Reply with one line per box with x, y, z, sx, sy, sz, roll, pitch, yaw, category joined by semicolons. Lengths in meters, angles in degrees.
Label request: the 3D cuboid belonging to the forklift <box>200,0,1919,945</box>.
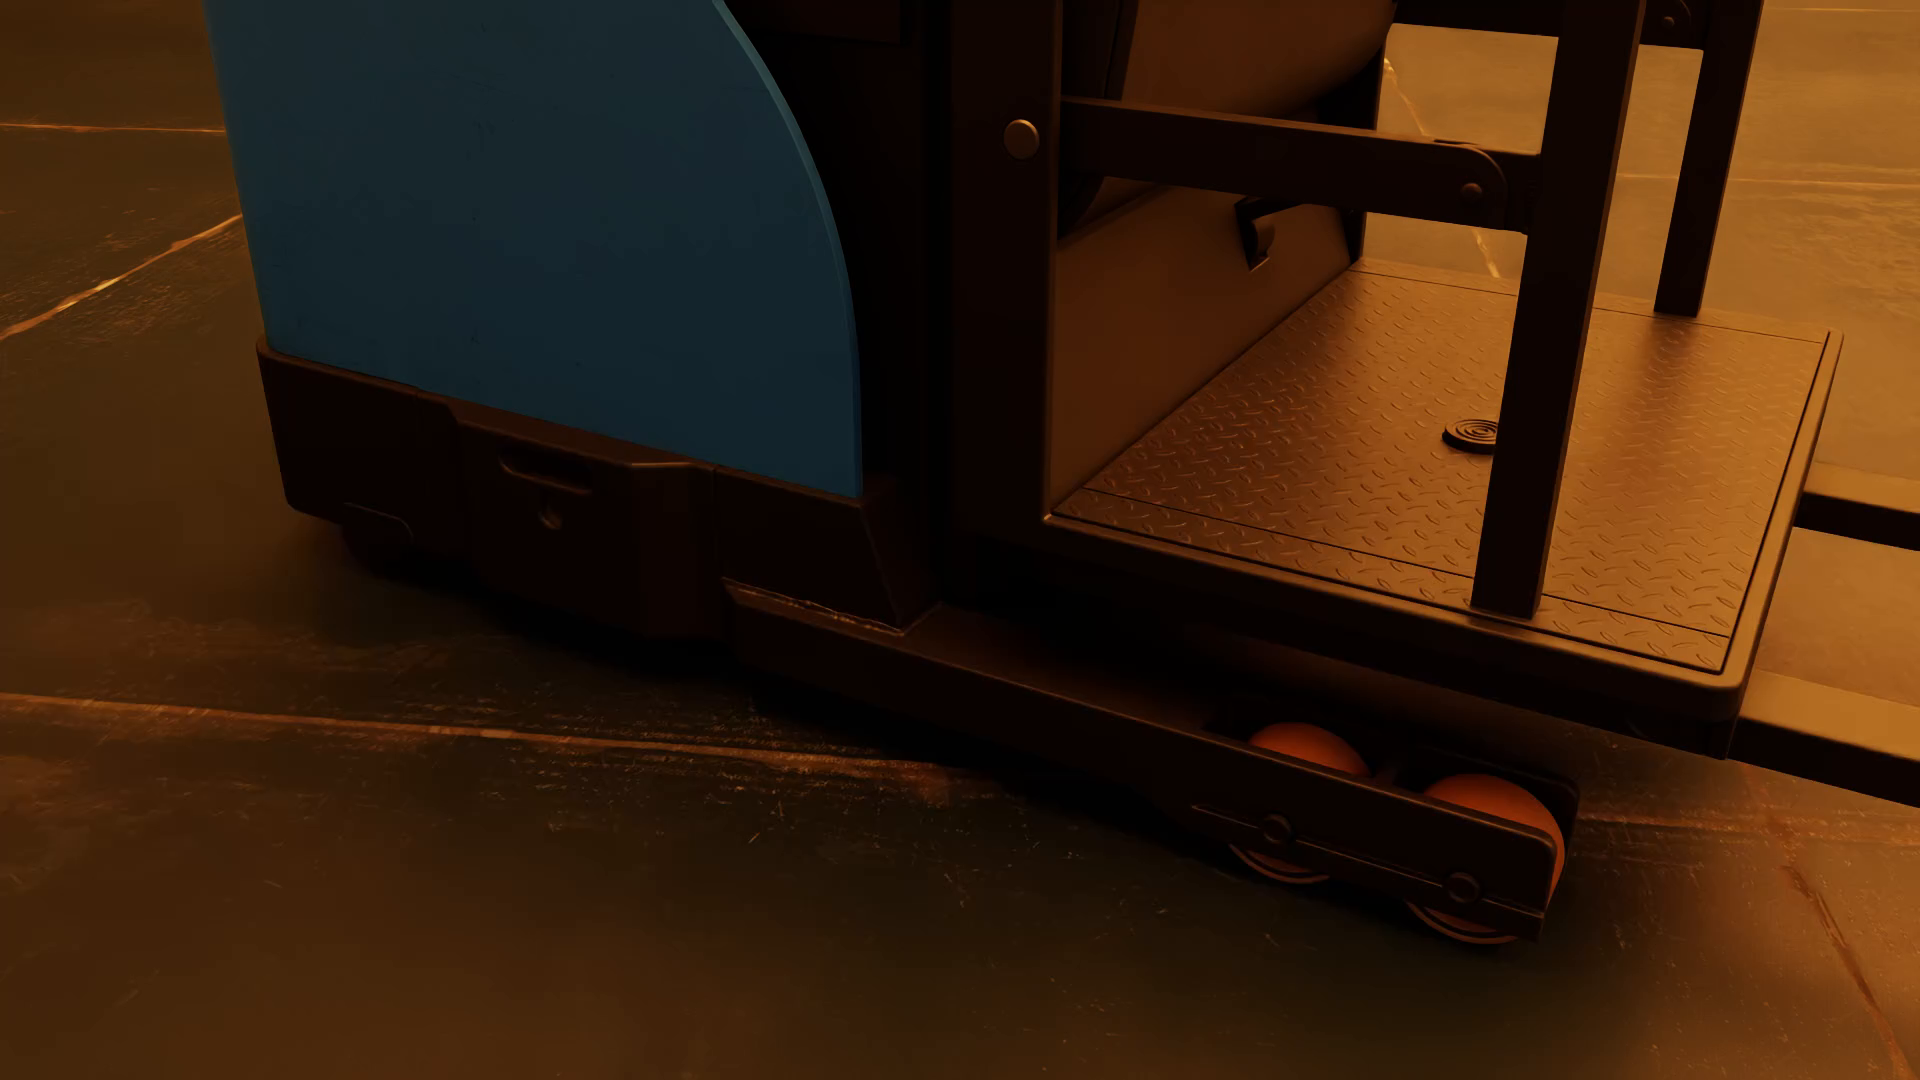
0.529;-1.176;1.574;3.031;2.935;1.130;14;30;26;forklift
